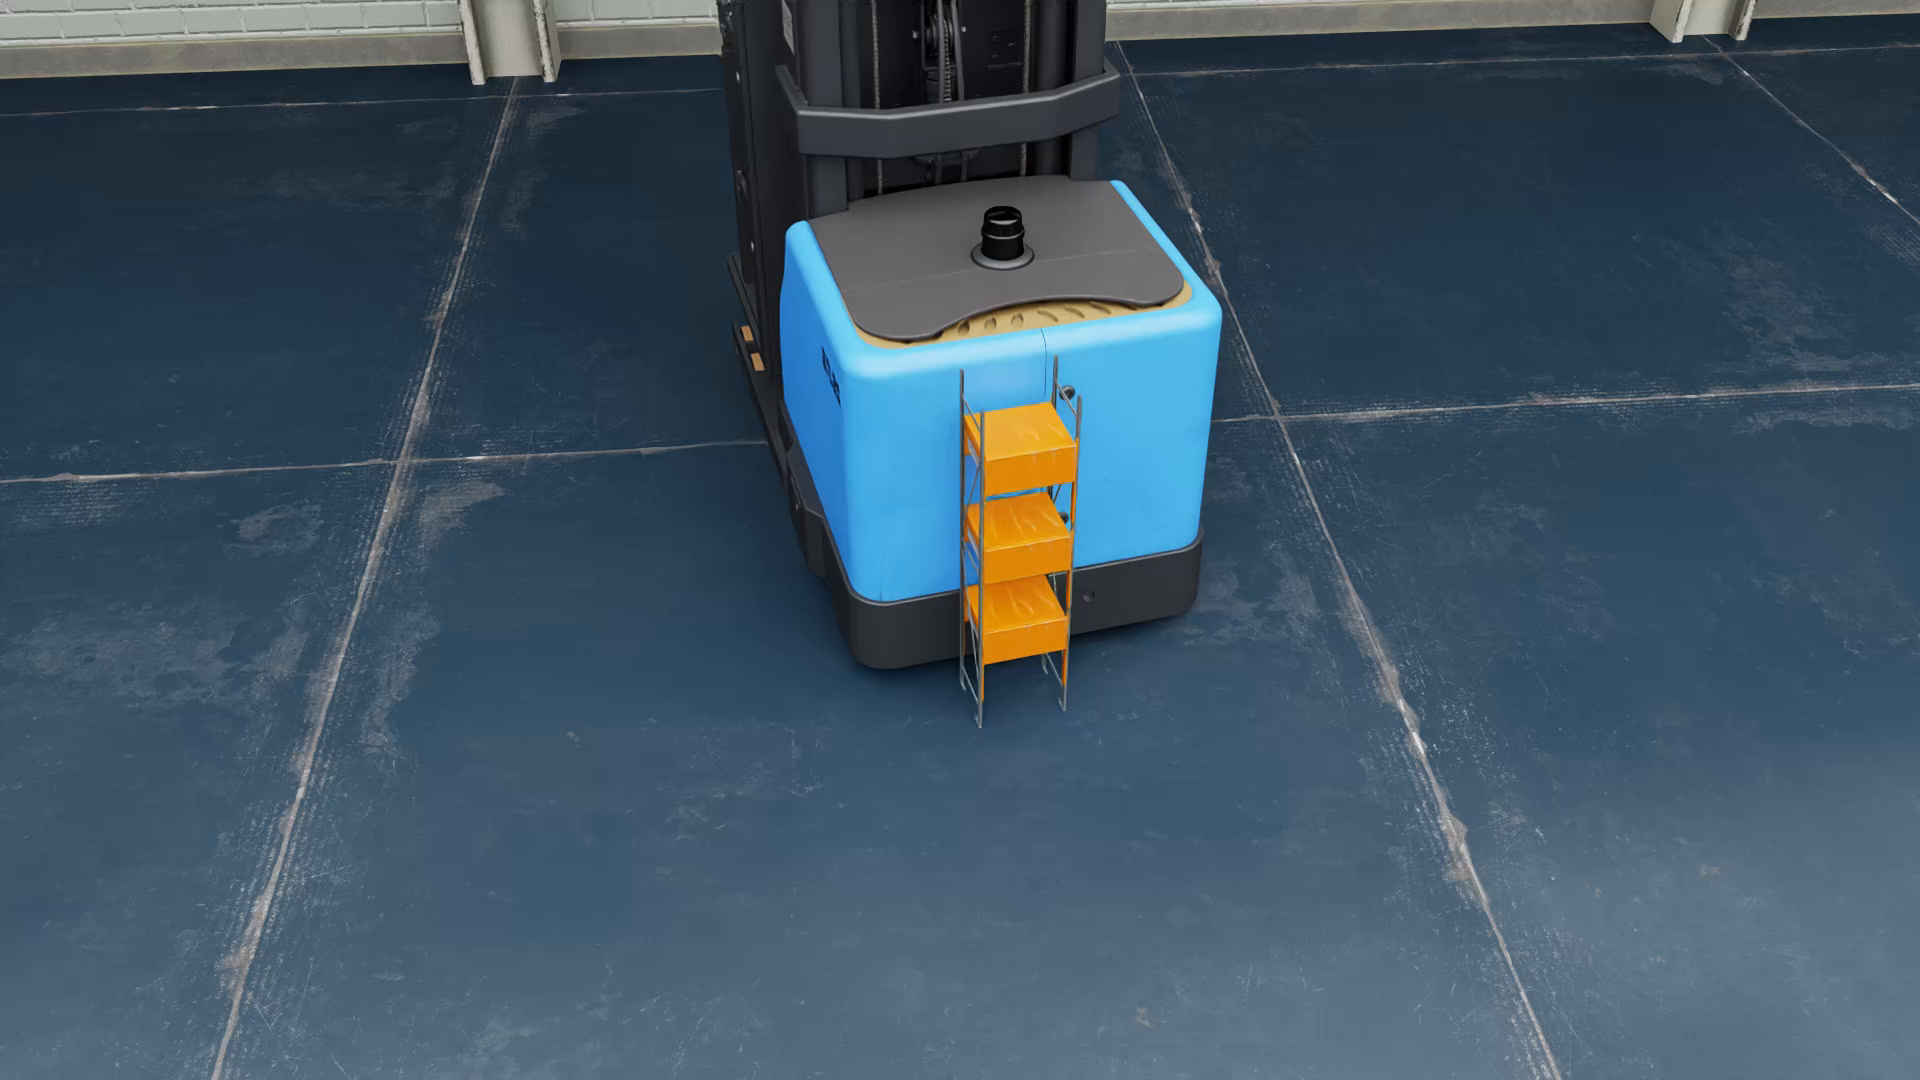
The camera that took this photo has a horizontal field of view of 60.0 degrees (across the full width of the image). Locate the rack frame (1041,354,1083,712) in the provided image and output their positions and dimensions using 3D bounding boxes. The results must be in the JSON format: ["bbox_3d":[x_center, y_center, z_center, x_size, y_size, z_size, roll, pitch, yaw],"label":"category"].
[{"bbox_3d":[0.264,0.008,4.392,0.008,1.050,0.200,-10,39,-12],"label":"rack frame"}]

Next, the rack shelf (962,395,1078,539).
[{"bbox_3d":[0.147,-0.185,4.196,0.240,0.259,0.215,-10,39,-12],"label":"rack shelf"}]

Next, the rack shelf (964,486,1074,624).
[{"bbox_3d":[0.147,0.037,4.372,0.240,0.259,0.215,-10,39,-12],"label":"rack shelf"}]

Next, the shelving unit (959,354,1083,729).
[{"bbox_3d":[0.147,0.029,4.366,0.252,1.050,0.215,-10,39,-12],"label":"shelving unit"}]

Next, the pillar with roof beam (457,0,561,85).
[{"bbox_3d":[-1.792,-3.185,2.021,0.400,9.000,9.100,-3,38,-4],"label":"pillar with roof beam"}]

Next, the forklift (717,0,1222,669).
[{"bbox_3d":[-0.191,-1.705,5.045,1.130,2.935,3.031,-10,39,-12],"label":"forklift"}]

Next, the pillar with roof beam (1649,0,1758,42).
[{"bbox_3d":[4.184,-3.514,2.439,0.400,9.000,9.100,-3,38,-4],"label":"pillar with roof beam"}]

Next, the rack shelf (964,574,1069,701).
[{"bbox_3d":[0.147,0.255,4.544,0.240,0.259,0.215,-10,39,-12],"label":"rack shelf"}]

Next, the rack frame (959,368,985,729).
[{"bbox_3d":[0.029,0.050,4.340,0.008,1.050,0.200,-10,39,-12],"label":"rack frame"}]
